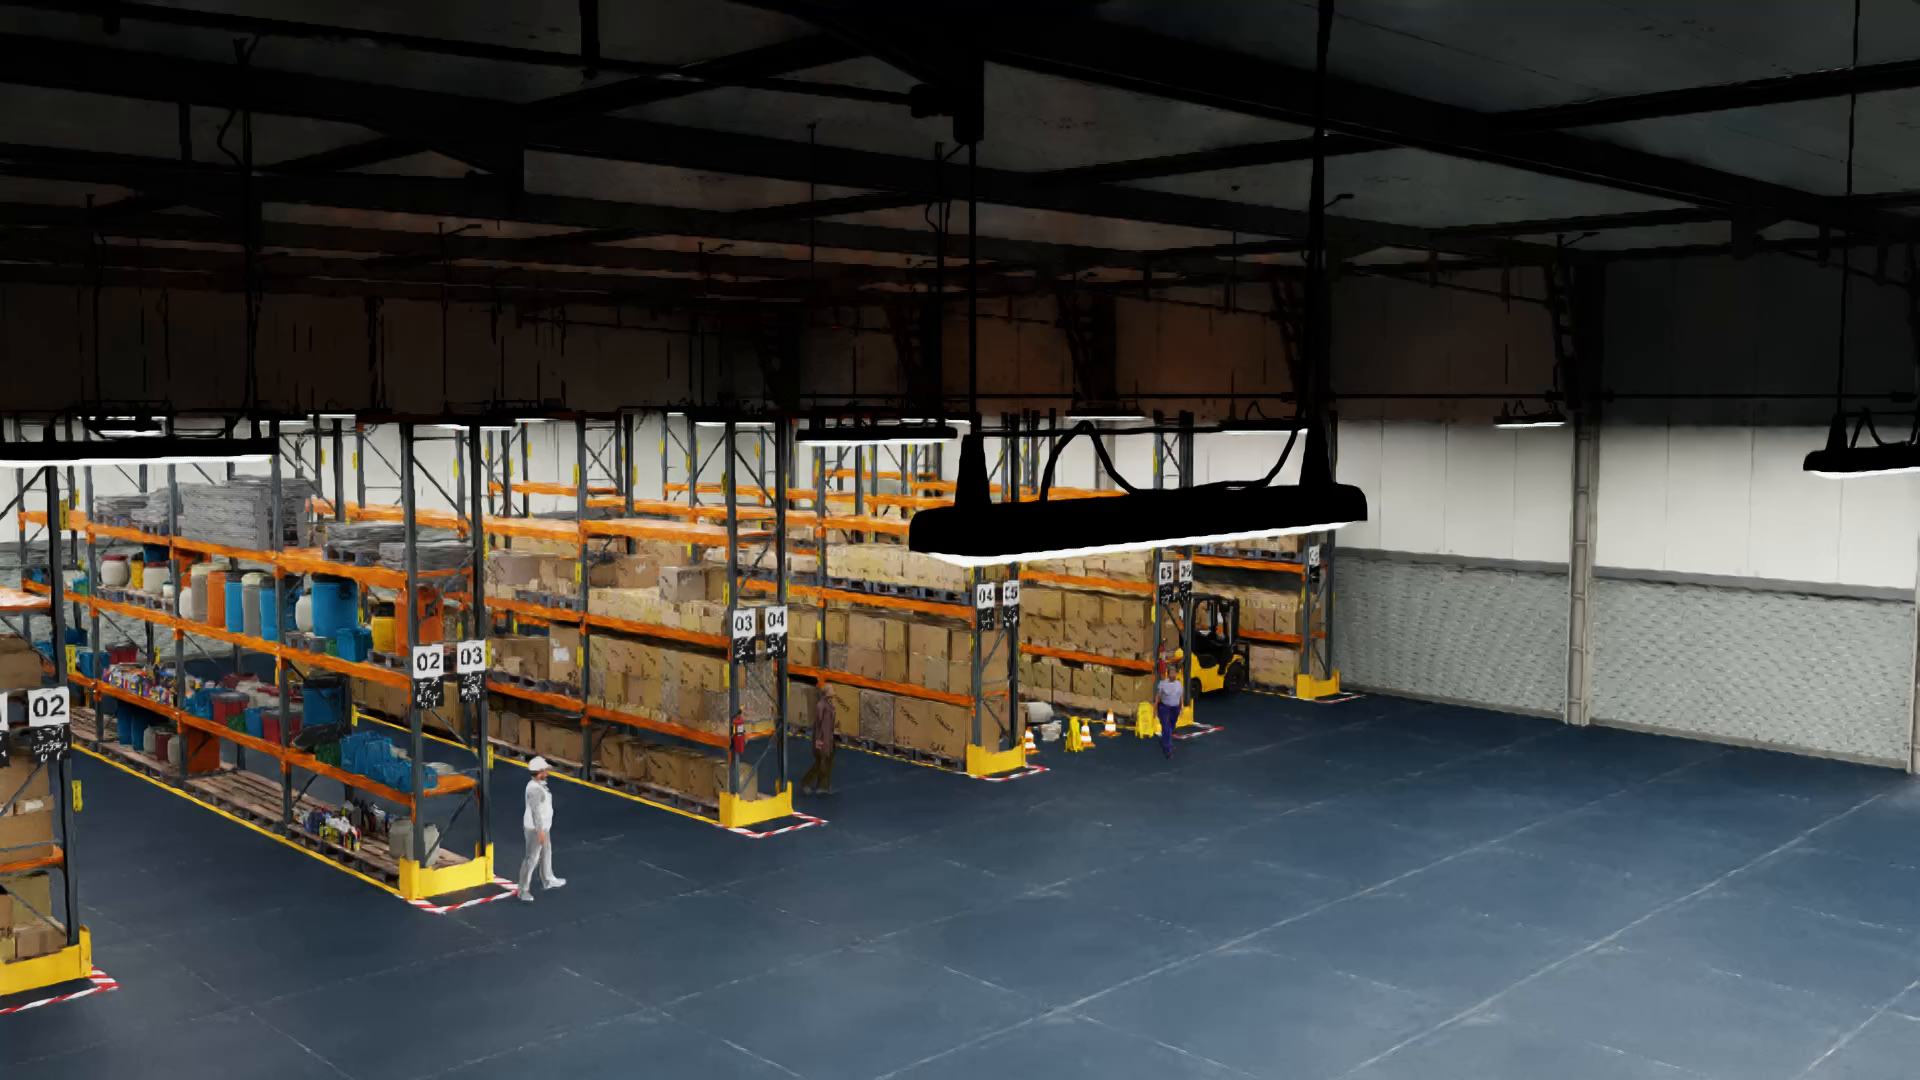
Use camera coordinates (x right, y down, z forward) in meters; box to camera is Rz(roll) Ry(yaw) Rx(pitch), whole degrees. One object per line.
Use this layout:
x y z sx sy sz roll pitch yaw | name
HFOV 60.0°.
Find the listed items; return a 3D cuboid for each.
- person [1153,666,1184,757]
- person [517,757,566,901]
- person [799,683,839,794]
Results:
3.696 2.993 29.349 0.527 1.588 0.943 -2 5 -22 | person
-5.323 3.610 21.061 0.562 1.761 0.737 -1 5 -9 | person
-2.263 3.157 26.438 0.588 1.766 0.622 1 5 11 | person
